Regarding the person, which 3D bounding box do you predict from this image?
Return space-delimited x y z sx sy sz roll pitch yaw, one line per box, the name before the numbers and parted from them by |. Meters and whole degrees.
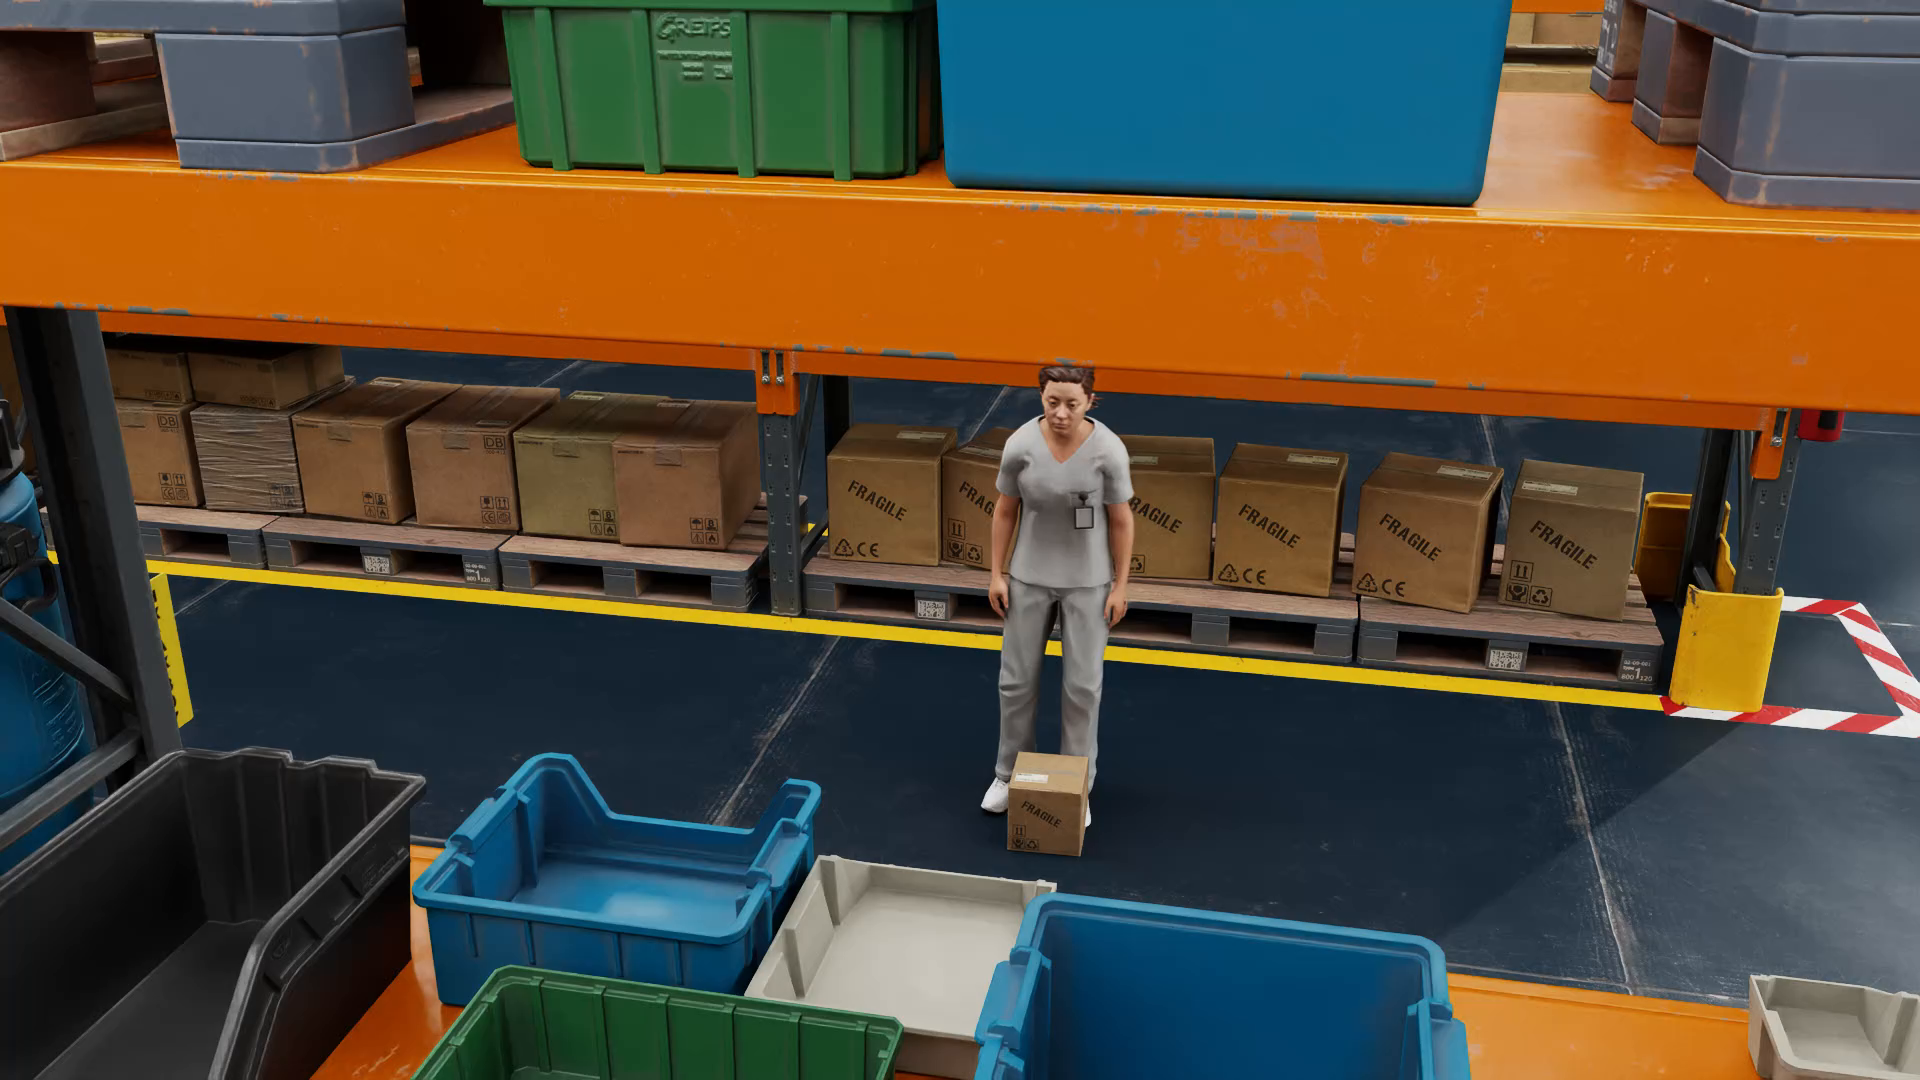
person | 0.336 0.165 5.672 0.487 1.673 0.404 5 22 11
